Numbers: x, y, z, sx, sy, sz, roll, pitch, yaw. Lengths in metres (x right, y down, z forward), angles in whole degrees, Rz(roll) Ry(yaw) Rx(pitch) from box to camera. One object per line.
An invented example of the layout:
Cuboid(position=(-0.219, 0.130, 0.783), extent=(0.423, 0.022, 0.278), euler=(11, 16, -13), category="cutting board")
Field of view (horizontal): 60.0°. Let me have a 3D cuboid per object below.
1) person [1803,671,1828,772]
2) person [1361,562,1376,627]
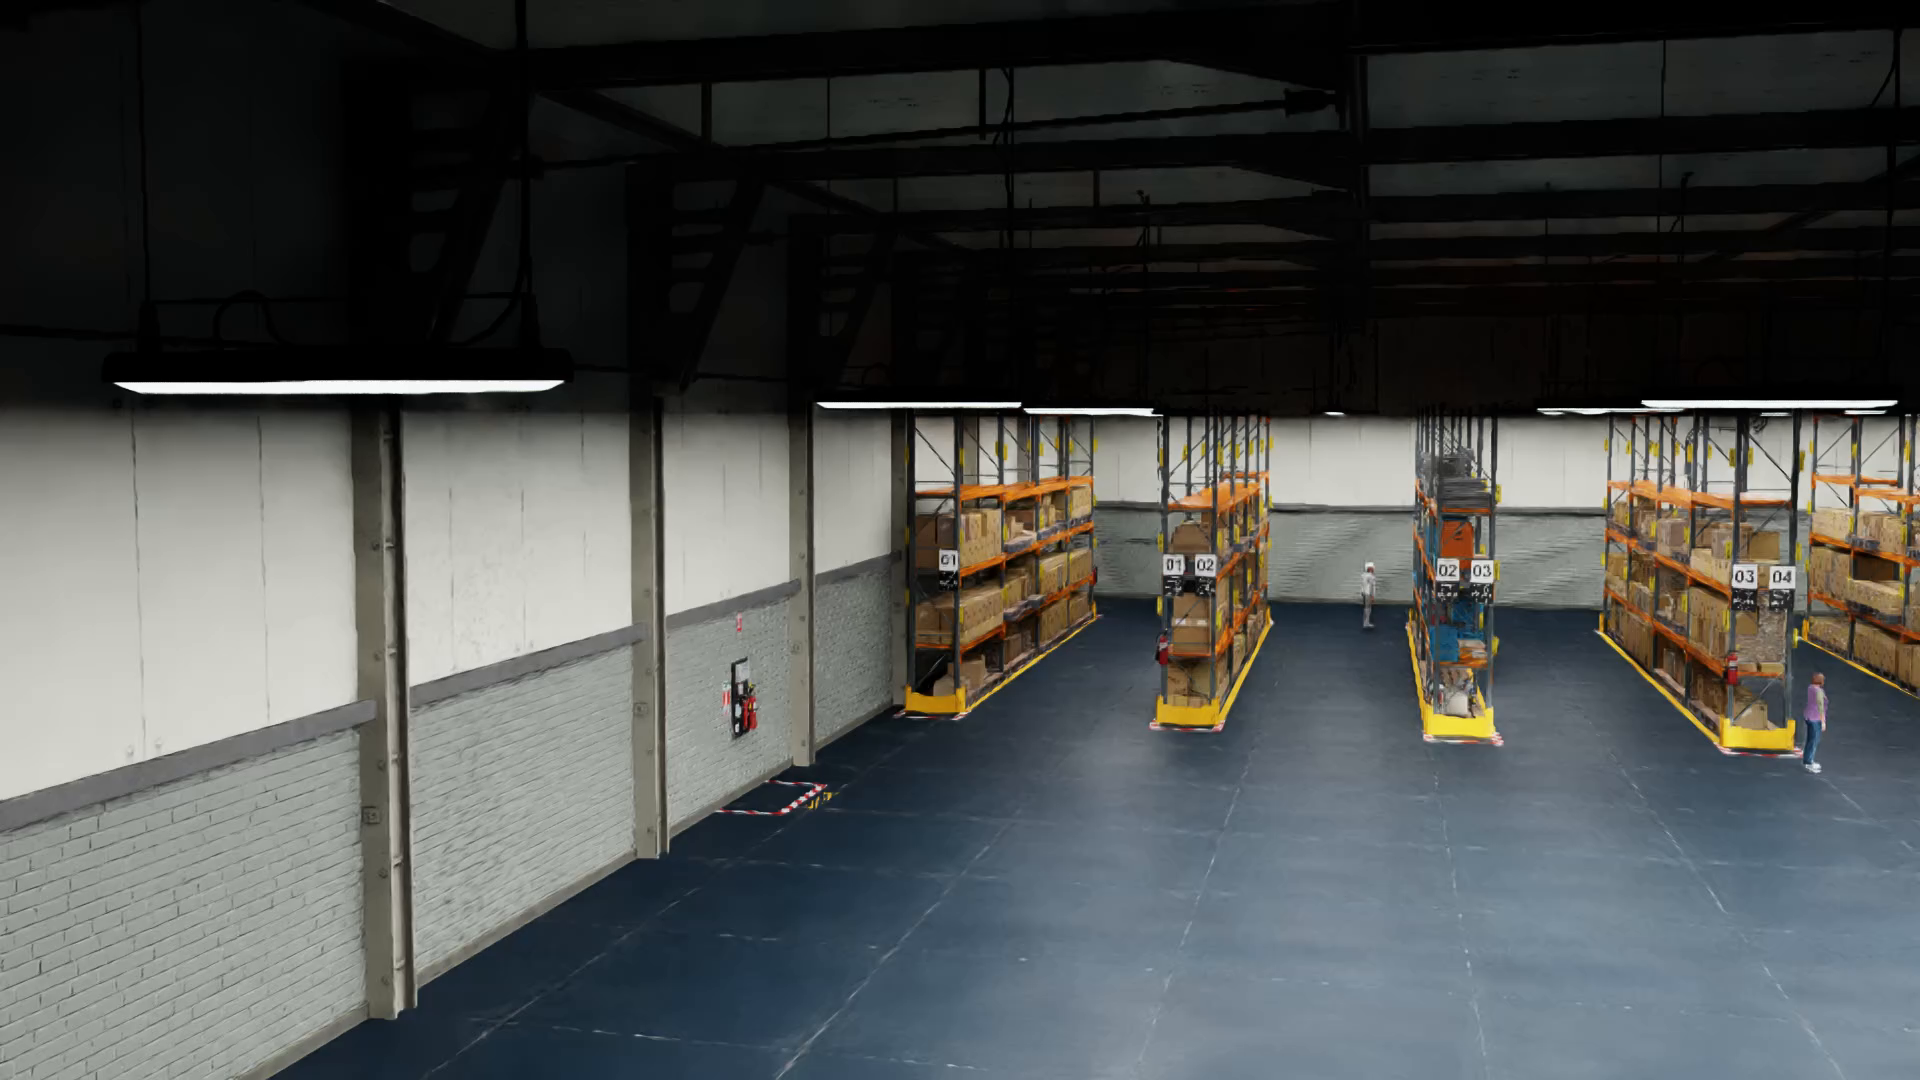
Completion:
Cuboid(position=(13.927, 2.934, 27.082), extent=(0.341, 1.605, 0.558), euler=(0, 4, 6), category="person")
Cuboid(position=(11.282, 1.482, 45.820), extent=(0.401, 1.778, 0.627), euler=(0, 4, -6), category="person")
